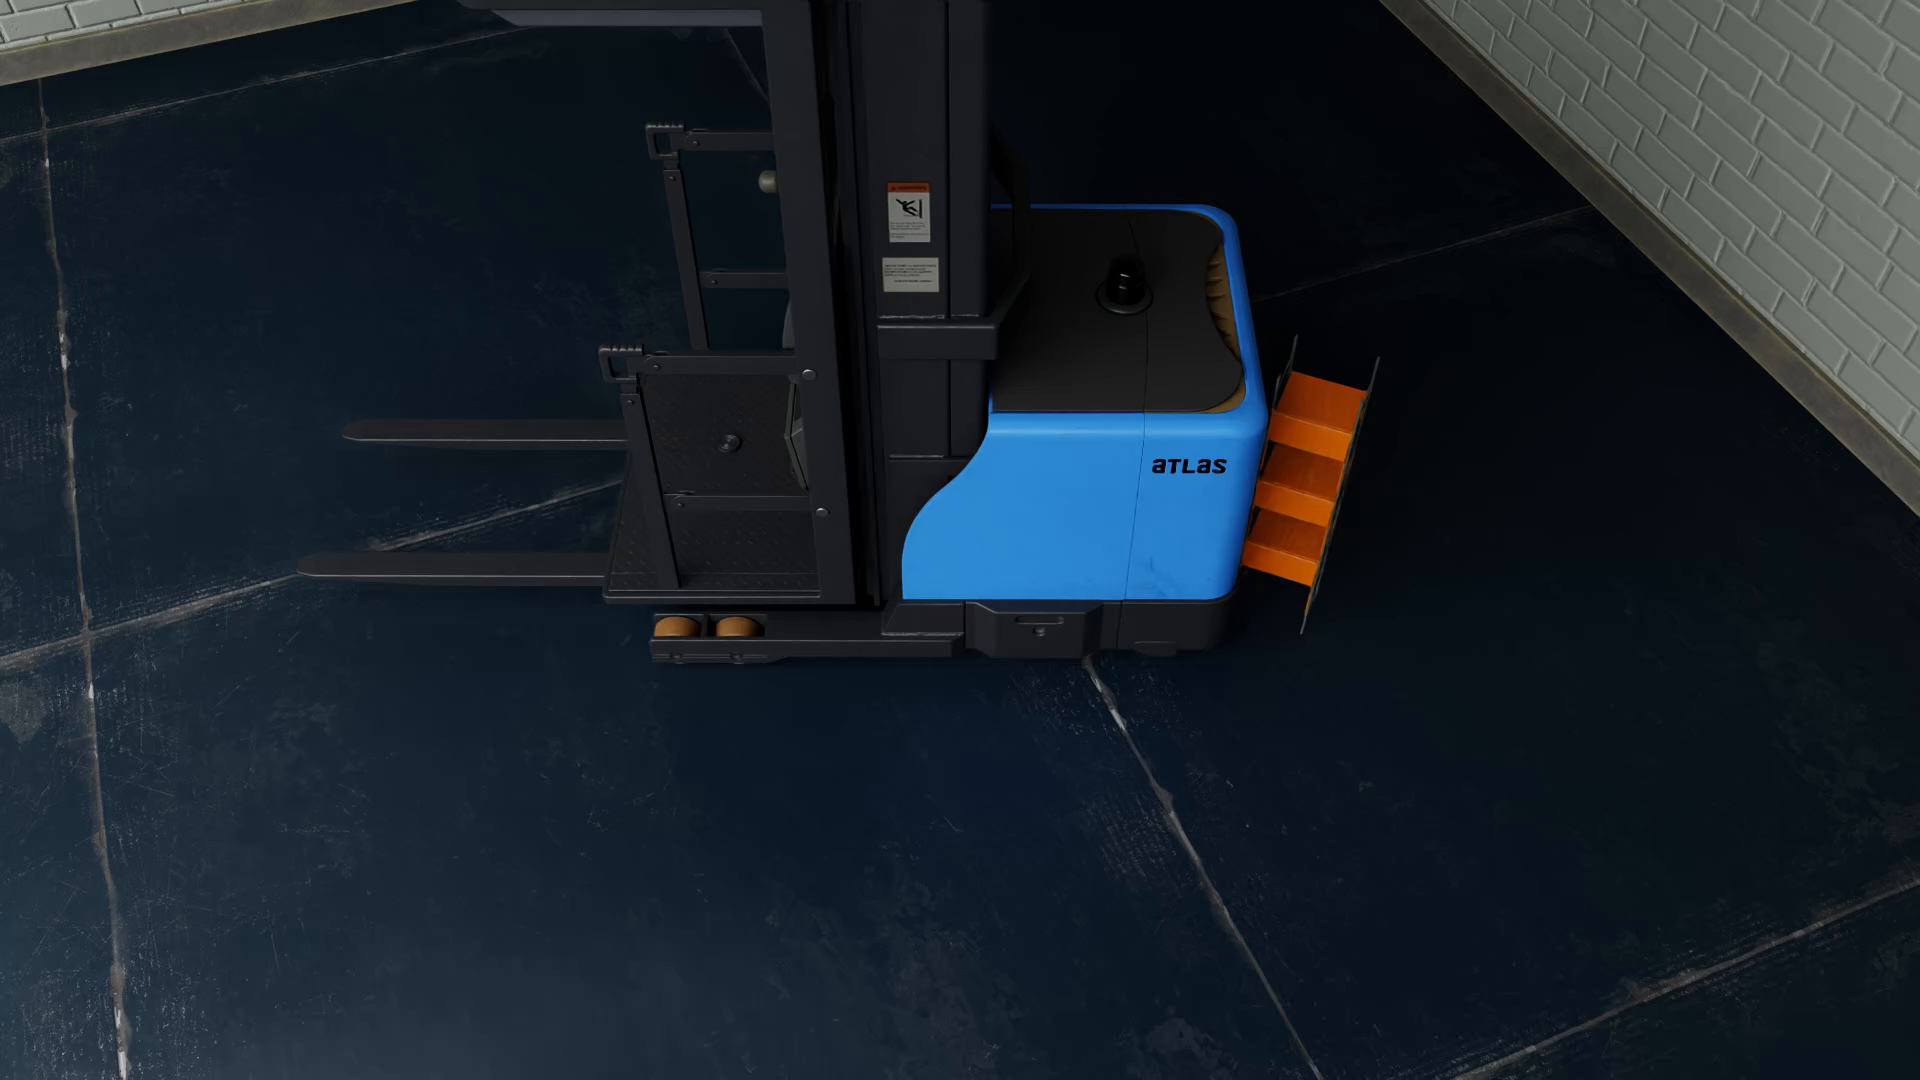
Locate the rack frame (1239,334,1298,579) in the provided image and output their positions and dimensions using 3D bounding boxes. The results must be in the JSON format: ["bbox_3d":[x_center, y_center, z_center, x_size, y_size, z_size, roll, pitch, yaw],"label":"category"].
[{"bbox_3d":[0.945,-0.183,5.210,0.008,1.050,0.200,18,50,15],"label":"rack frame"}]

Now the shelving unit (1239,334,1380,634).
[{"bbox_3d":[1.057,-0.147,5.179,0.252,1.050,0.215,18,50,15],"label":"shelving unit"}]

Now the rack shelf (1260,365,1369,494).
[{"bbox_3d":[1.061,-0.331,4.977,0.240,0.259,0.215,18,50,15],"label":"rack shelf"}]

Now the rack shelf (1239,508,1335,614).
[{"bbox_3d":[1.053,0.047,5.393,0.240,0.259,0.215,18,50,15],"label":"rack shelf"}]

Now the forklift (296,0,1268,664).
[{"bbox_3d":[-0.630,-0.956,4.639,3.031,2.935,1.130,0,49,0],"label":"forklift"}]

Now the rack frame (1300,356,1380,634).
[{"bbox_3d":[1.169,-0.111,5.148,0.008,1.050,0.200,18,50,15],"label":"rack frame"}]

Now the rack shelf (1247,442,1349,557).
[{"bbox_3d":[1.057,-0.140,5.187,0.240,0.259,0.215,18,50,15],"label":"rack shelf"}]
